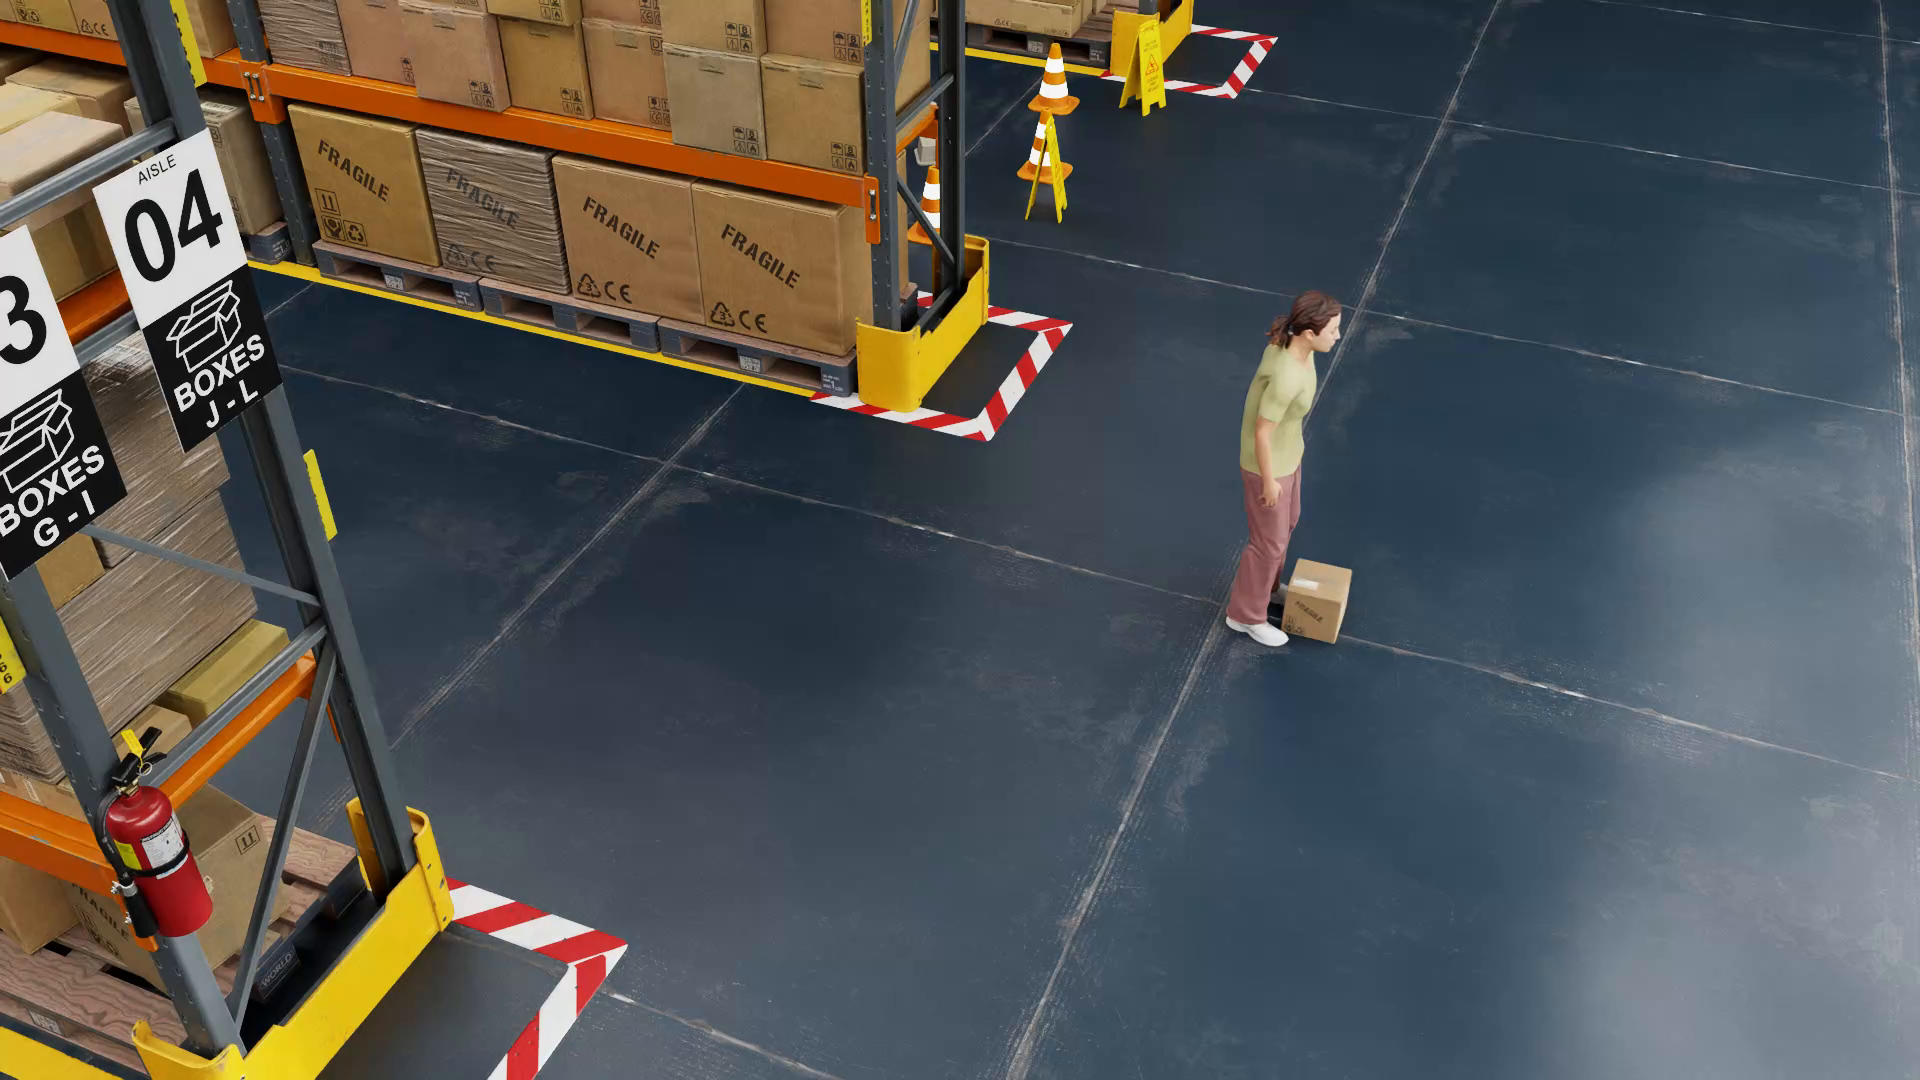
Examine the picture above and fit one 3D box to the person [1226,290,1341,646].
[{"bbox_3d":[1.398,-0.338,7.260,0.361,1.671,0.502,13,39,16],"label":"person"}]
